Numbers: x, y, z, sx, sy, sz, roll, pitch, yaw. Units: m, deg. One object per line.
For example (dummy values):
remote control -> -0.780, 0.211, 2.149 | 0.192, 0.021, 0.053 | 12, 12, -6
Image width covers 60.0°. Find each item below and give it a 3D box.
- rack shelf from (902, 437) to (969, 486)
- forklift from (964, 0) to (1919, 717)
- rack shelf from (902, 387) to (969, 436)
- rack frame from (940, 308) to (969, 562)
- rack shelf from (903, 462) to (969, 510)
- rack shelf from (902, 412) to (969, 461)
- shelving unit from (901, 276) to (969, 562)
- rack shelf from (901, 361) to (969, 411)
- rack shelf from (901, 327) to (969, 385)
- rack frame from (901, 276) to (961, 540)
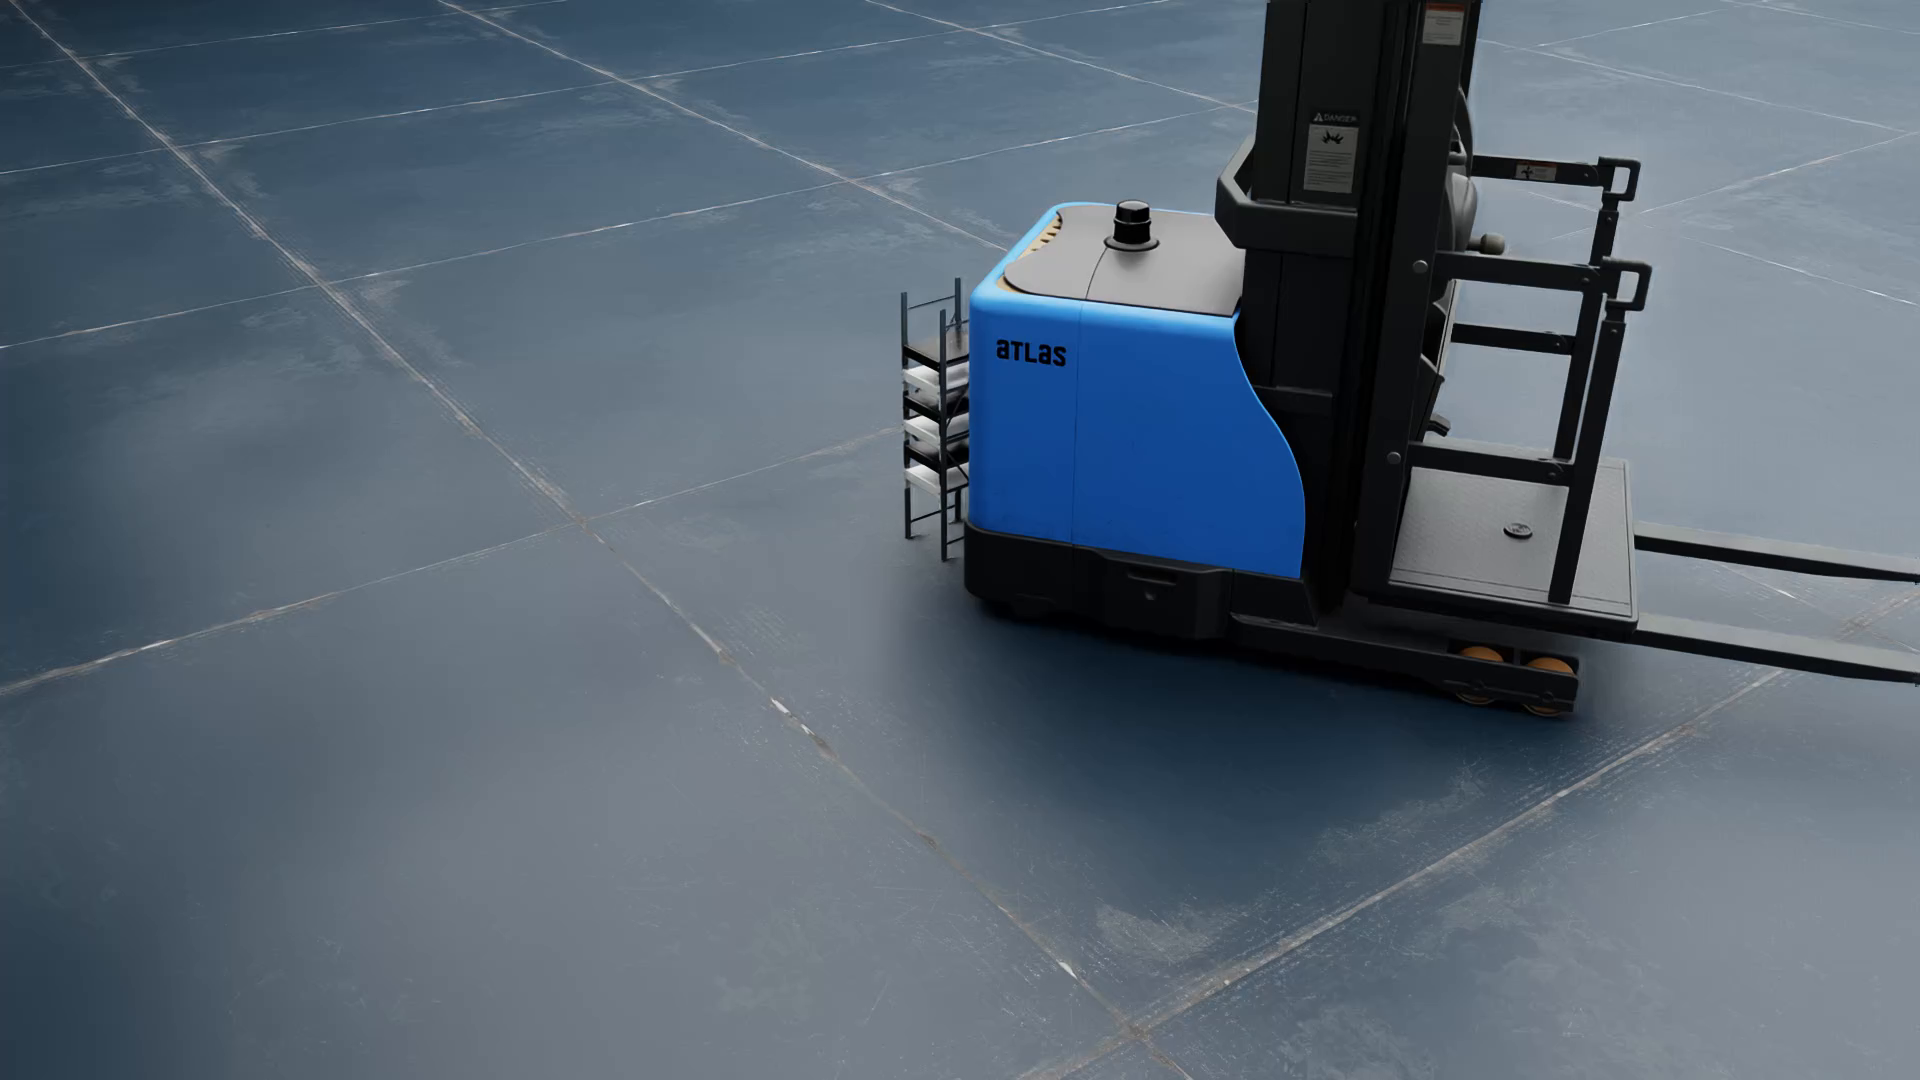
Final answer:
rack shelf -> -0.031, -0.286, 5.593 | 0.258, 0.077, 0.200 | -21, 35, -33
forklift -> 1.587, -1.063, 4.637 | 3.031, 2.935, 1.130 | 9, 30, 16
rack shelf -> -0.031, -0.445, 5.507 | 0.258, 0.077, 0.200 | -21, 35, -33
rack frame -> 0.032, -0.357, 5.464 | 0.240, 0.900, 0.006 | -21, 35, -33
rack shelf -> -0.031, -0.207, 5.636 | 0.258, 0.077, 0.200 | -21, 35, -33
rack shelf -> -0.031, -0.366, 5.550 | 0.258, 0.077, 0.200 | -21, 35, -33
shelving unit -> -0.031, -0.395, 5.534 | 0.258, 0.900, 0.210 | -21, 35, -33
rack shelf -> -0.031, -0.524, 5.464 | 0.258, 0.077, 0.200 | -21, 35, -33
rack shelf -> -0.031, -0.603, 5.421 | 0.258, 0.077, 0.200 | -21, 35, -33
rack frame -> -0.094, -0.433, 5.604 | 0.240, 0.900, 0.006 | -21, 35, -33
